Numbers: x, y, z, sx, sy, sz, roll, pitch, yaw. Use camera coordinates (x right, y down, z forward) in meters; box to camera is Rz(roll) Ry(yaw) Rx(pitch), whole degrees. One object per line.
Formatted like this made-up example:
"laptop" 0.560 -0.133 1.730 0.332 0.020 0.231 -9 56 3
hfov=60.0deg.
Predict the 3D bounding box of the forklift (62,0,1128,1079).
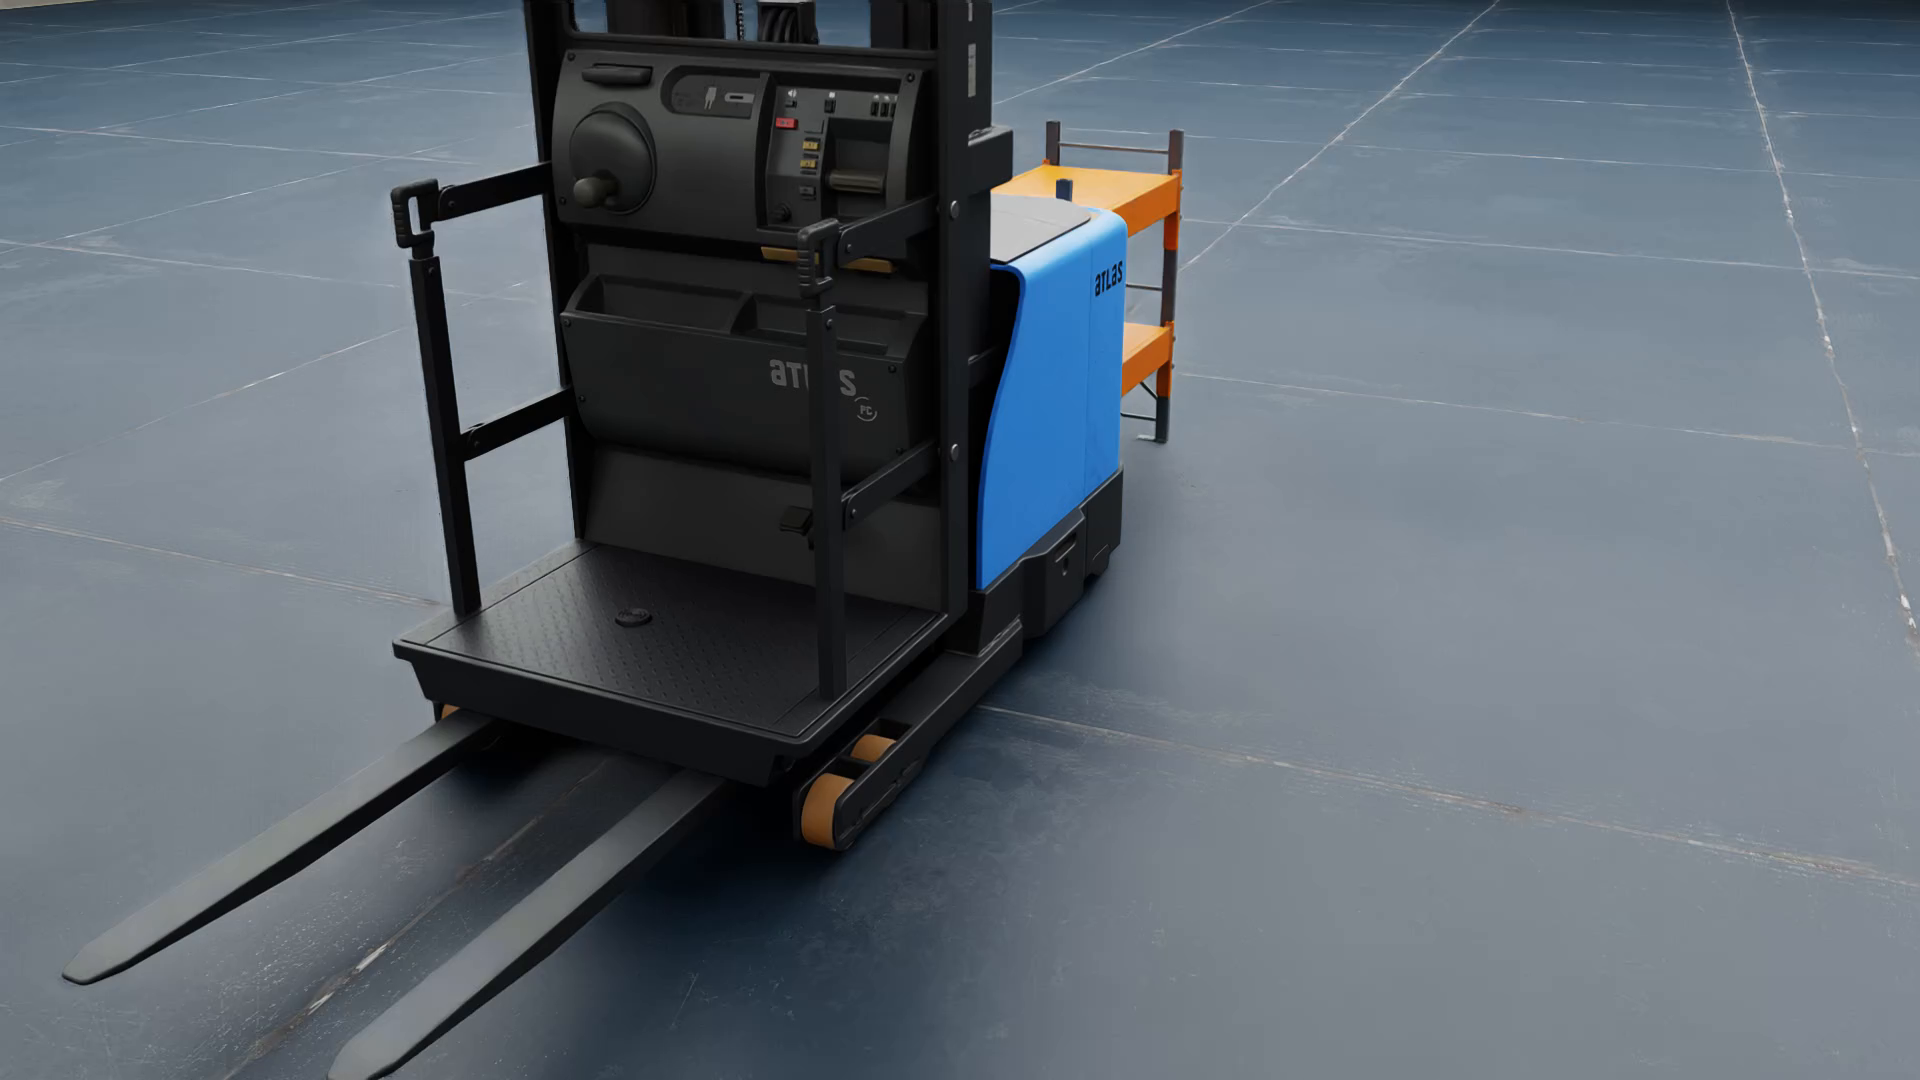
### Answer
"forklift" -0.602 -0.866 3.522 1.130 2.935 3.031 10 25 23

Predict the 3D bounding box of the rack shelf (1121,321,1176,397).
"rack shelf" 0.318 -0.521 5.672 0.538 0.278 1.000 10 25 23

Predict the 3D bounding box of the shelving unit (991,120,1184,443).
"shelving unit" 0.318 -0.746 5.577 0.538 1.125 1.048 10 25 23

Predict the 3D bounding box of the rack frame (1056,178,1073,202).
"rack frame" 0.099 -0.570 5.154 0.500 1.125 0.032 10 25 23

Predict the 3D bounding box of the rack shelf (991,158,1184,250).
"rack shelf" 0.318 -1.016 5.465 0.538 0.278 1.000 10 25 23

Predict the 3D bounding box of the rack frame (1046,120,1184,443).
"rack frame" 0.537 -0.923 6.001 0.500 1.125 0.032 10 25 23
